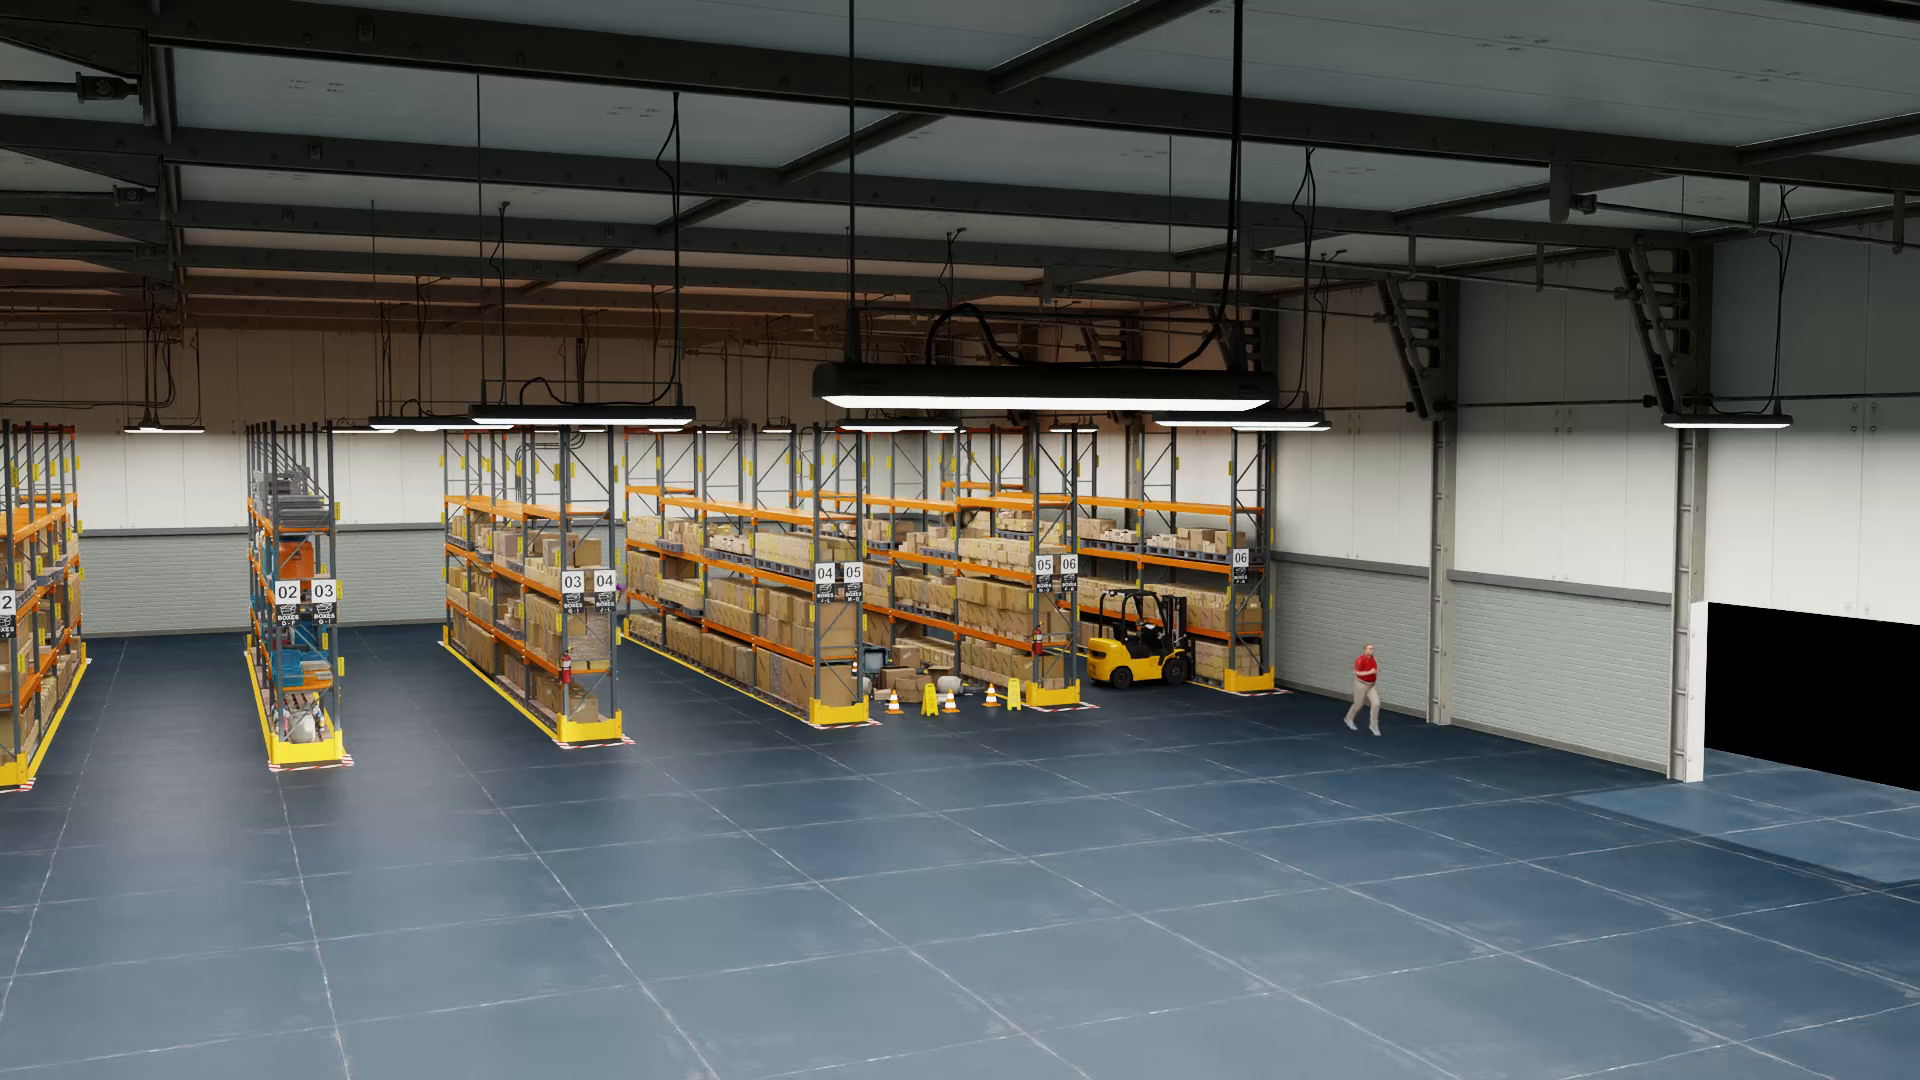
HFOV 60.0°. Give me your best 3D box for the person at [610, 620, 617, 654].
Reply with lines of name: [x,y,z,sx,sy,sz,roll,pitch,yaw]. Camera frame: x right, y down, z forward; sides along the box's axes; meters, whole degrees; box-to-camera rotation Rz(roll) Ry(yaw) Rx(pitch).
person: [-8.776,2.349,41.075,0.601,1.638,0.719,-2,4,-23]

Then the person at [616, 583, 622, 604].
person: [-10.211,1.818,48.202,0.753,1.775,0.891,2,4,24]

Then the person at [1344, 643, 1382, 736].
person: [7.762,2.883,32.022,0.643,1.817,0.884,-2,4,-31]
